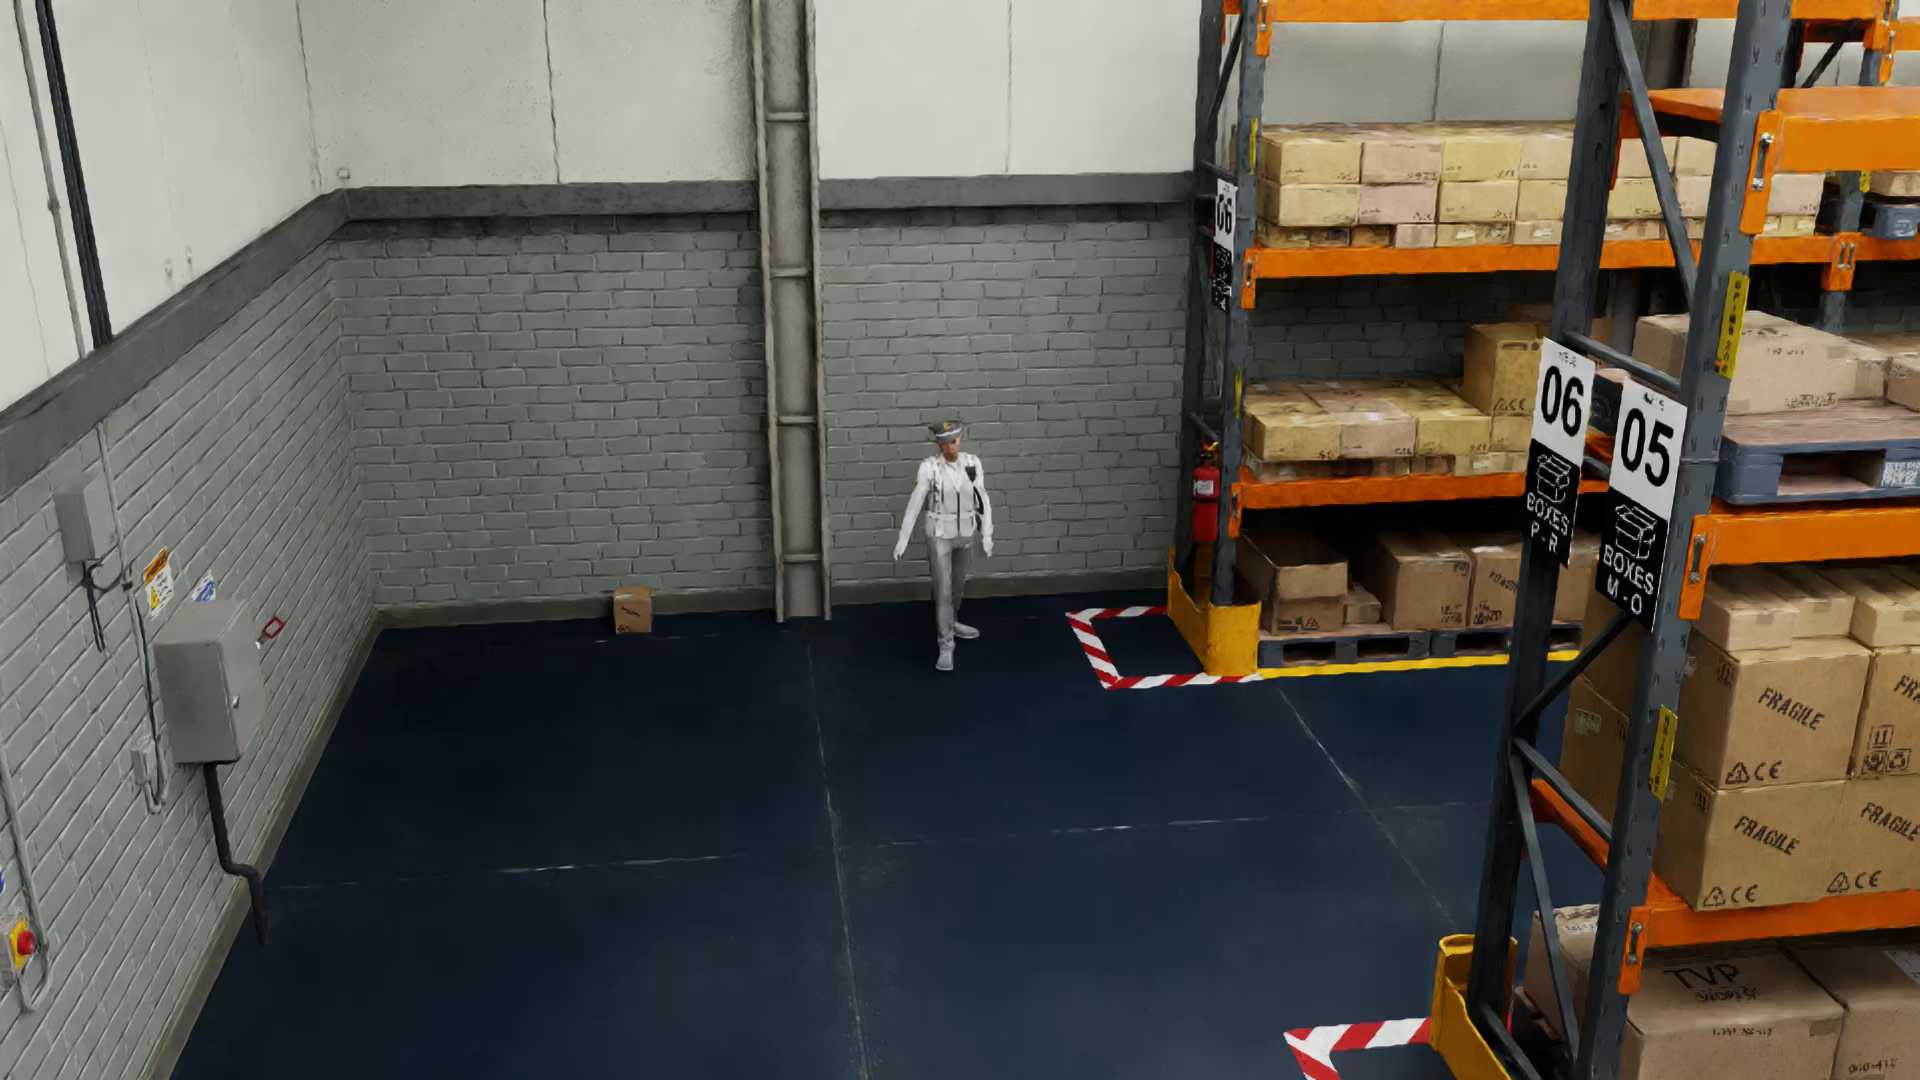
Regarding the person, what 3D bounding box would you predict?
[{"bbox_3d":[-0.101,-0.010,11.055,0.666,1.663,0.640,-8,22,-21],"label":"person"}]
